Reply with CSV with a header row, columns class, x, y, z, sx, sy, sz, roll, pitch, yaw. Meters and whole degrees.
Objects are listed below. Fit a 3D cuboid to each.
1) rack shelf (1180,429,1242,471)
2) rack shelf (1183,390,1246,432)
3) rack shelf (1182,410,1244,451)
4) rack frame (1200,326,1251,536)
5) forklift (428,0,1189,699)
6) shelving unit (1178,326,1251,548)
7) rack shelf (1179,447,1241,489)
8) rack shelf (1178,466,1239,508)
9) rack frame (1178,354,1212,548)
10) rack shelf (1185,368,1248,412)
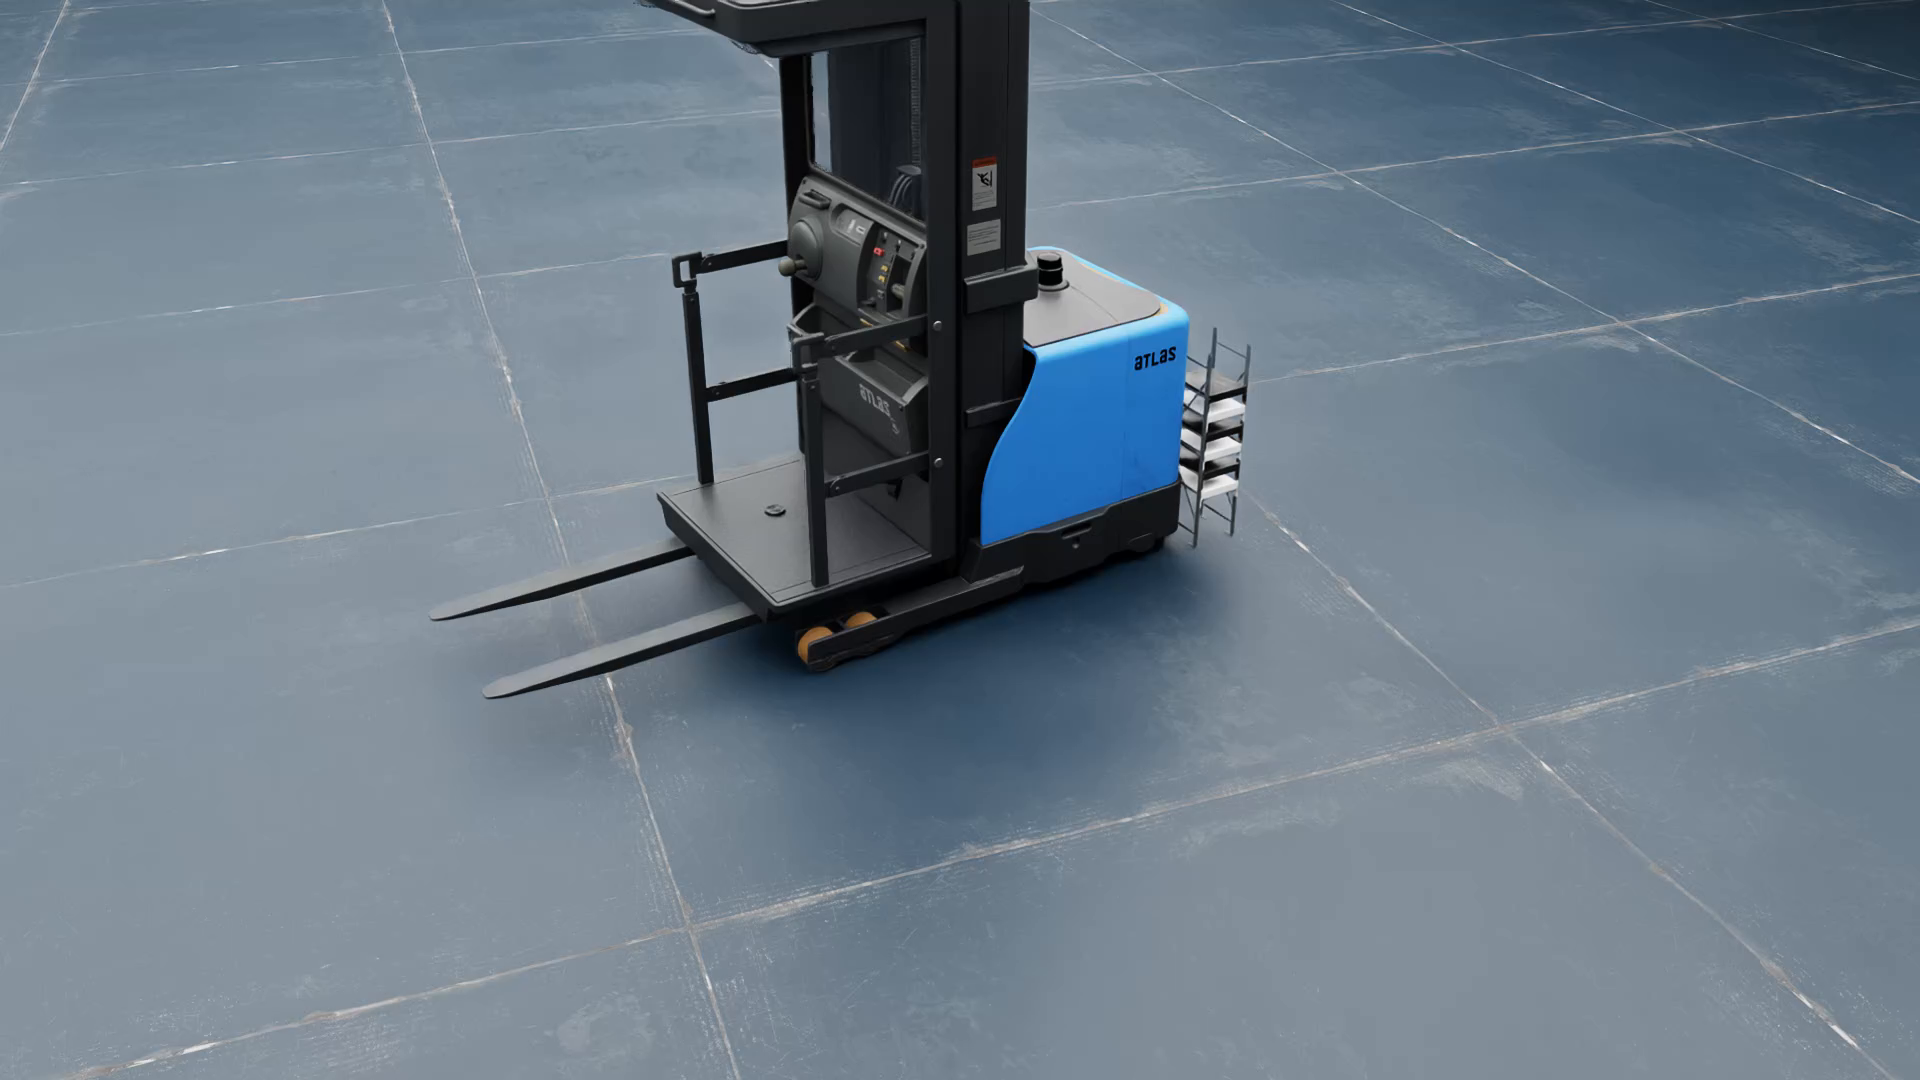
class,x,y,z,sx,sy,sz,roll,pitch,yaw
rack shelf,1.046,-0.403,7.116,0.200,0.077,0.258,-17,34,-27
rack shelf,1.046,-0.560,7.027,0.200,0.077,0.258,-17,34,-27
rack shelf,1.046,-0.481,7.071,0.200,0.077,0.258,-17,34,-27
rack frame,1.133,-0.458,7.145,0.006,0.900,0.240,-17,34,-27
forklift,-0.571,-1.071,6.168,3.031,2.935,1.130,-18,34,-28
shelving unit,1.046,-0.432,7.099,0.210,0.900,0.258,-17,34,-27
rack shelf,1.046,-0.325,7.160,0.200,0.077,0.258,-17,34,-27
rack shelf,1.046,-0.247,7.205,0.200,0.077,0.258,-17,34,-27
rack frame,0.959,-0.406,7.054,0.006,0.900,0.240,-17,34,-27
rack shelf,1.046,-0.638,6.982,0.200,0.077,0.258,-17,34,-27
